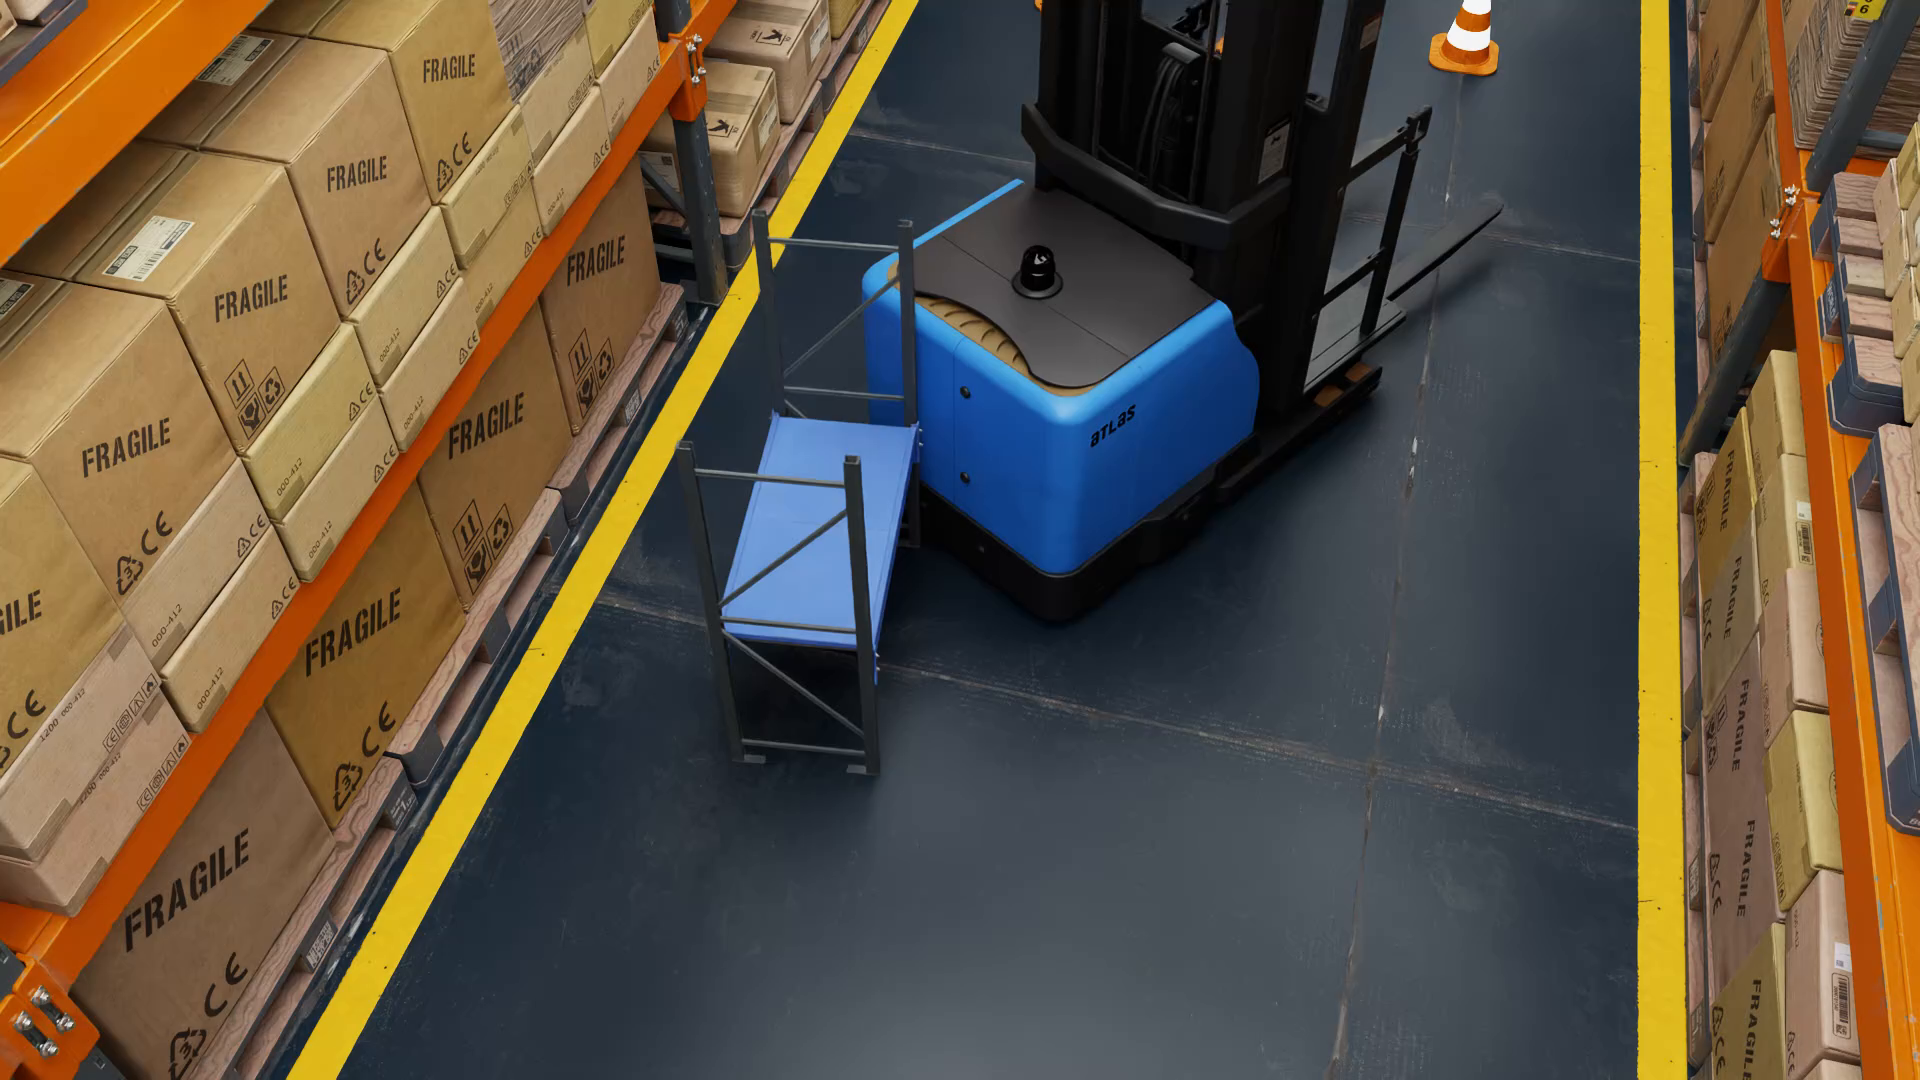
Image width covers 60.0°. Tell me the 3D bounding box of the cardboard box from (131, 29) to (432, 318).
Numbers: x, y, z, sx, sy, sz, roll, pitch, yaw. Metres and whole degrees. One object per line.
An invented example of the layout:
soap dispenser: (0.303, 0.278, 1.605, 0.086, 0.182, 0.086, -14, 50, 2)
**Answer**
cardboard box: (-1.786, -0.970, 4.372, 0.500, 0.500, 0.500, 11, 49, 9)

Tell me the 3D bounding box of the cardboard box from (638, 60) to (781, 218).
cardboard box: (-1.339, -1.803, 7.313, 0.950, 0.372, 0.625, 9, 49, 7)

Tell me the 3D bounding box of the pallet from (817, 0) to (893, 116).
pallet: (-0.967, -2.649, 8.447, 1.003, 0.211, 1.213, 12, 50, 10)

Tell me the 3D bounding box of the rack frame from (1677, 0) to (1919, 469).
rack frame: (3.305, -1.223, 5.329, 1.000, 3.000, 0.127, 12, 50, 10)

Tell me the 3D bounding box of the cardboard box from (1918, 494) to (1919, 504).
cardboard box: (2.645, -0.036, 4.168, 0.380, 0.149, 0.250, 12, 50, 11)

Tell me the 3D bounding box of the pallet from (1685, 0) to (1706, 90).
pallet: (4.227, -2.621, 8.422, 1.003, 0.211, 1.213, 12, 50, 10)

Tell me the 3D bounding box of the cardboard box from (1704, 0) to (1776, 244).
cardboard box: (3.779, -1.674, 6.947, 1.050, 0.750, 0.750, 12, 50, 11)

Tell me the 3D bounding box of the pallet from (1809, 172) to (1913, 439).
pallet: (3.220, -0.623, 4.927, 1.213, 0.211, 1.003, 12, 50, 10)

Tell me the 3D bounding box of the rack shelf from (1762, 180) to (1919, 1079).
rack shelf: (2.778, 0.461, 4.322, 1.077, 0.370, 4.000, 12, 50, 10)

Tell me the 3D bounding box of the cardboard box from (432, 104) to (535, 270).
cardboard box: (-1.626, -1.096, 4.984, 0.500, 0.250, 0.500, 10, 49, 9)

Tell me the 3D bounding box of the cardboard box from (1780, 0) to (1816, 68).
cardboard box: (3.297, -1.996, 5.944, 0.500, 0.500, 0.500, 12, 50, 10)

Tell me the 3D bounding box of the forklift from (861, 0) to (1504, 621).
forklift: (1.056, -1.676, 5.774, 3.031, 2.935, 1.130, -36, 58, -28)

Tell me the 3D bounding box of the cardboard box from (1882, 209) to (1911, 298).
cardboard box: (2.921, -0.801, 4.844, 0.380, 0.149, 0.250, 14, 50, 12)

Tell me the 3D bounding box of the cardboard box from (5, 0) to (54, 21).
cardboard box: (-1.880, -1.134, 3.125, 0.380, 0.166, 0.250, 9, 49, 7)

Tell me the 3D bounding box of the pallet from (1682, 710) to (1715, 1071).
pallet: (2.774, 1.144, 5.099, 1.003, 0.211, 1.213, 12, 50, 10)

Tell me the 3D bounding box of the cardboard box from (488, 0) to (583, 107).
cardboard box: (-1.508, -1.693, 5.010, 0.500, 0.500, 0.500, 12, 50, 11)

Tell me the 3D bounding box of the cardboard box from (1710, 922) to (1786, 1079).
cardboard box: (2.339, 1.402, 4.399, 0.500, 0.500, 0.500, 11, 49, 9)

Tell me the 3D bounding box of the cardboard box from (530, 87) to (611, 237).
cardboard box: (-1.499, -1.288, 5.486, 0.500, 0.250, 0.500, 12, 50, 11)

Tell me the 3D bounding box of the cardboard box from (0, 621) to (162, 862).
cardboard box: (-2.162, 0.388, 3.674, 0.500, 0.250, 0.500, 10, 49, 9)

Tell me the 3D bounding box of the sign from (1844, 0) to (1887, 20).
sign: (2.768, -1.714, 4.989, 0.100, 0.325, 0.005, 12, 50, 10)

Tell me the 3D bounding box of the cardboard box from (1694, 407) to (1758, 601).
cardboard box: (2.872, -0.074, 5.702, 0.500, 0.500, 0.500, 10, 49, 8)

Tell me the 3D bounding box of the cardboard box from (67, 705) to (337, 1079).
cardboard box: (-2.464, 0.866, 4.622, 0.875, 0.875, 0.875, 13, 50, 11)

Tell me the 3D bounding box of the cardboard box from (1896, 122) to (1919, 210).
cardboard box: (2.984, -1.068, 4.881, 0.380, 0.149, 0.250, 14, 50, 12)

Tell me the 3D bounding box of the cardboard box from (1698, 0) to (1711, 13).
cardboard box: (4.281, -3.044, 8.157, 1.050, 0.750, 0.750, 11, 50, 10)

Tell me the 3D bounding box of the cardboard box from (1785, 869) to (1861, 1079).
cardboard box: (2.352, 1.152, 4.119, 0.500, 0.250, 0.500, 14, 50, 12)

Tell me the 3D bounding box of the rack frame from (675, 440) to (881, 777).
rack frame: (-0.516, 0.260, 5.020, 0.500, 1.500, 0.032, 5, 49, 5)

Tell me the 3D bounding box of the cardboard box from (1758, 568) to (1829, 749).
cardboard box: (2.614, 0.390, 4.792, 0.500, 0.250, 0.500, 12, 50, 10)

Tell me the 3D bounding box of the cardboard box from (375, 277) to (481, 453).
cardboard box: (-1.754, -0.552, 4.837, 0.500, 0.250, 0.500, 11, 49, 9)

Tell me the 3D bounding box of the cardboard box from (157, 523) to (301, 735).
cardboard box: (-2.045, 0.175, 4.195, 0.500, 0.250, 0.500, 10, 49, 9)

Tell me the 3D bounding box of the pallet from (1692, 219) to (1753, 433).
pallet: (3.585, -0.856, 6.865, 1.003, 0.211, 1.213, 12, 50, 10)

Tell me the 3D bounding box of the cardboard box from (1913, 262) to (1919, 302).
cardboard box: (2.847, -0.677, 4.536, 0.380, 0.149, 0.250, 10, 49, 9)

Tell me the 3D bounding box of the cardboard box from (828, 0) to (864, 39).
cardboard box: (-0.948, -2.886, 8.269, 0.950, 0.372, 0.625, 13, 50, 11)

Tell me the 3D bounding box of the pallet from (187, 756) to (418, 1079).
pallet: (-2.420, 1.116, 5.124, 1.003, 0.211, 1.213, 12, 50, 10)

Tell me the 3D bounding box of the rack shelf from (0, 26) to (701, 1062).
rack shelf: (-2.024, -0.442, 5.120, 1.077, 0.370, 4.000, 12, 50, 10)

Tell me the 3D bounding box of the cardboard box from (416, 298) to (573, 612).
cardboard box: (-1.998, -0.435, 5.771, 0.875, 0.875, 0.875, 12, 50, 10)

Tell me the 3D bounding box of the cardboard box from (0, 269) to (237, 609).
cardboard box: (-2.050, -0.233, 3.721, 0.500, 0.500, 0.500, 11, 50, 10)

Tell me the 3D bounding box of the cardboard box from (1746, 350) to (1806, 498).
cardboard box: (2.890, -0.332, 5.430, 0.500, 0.250, 0.500, 10, 49, 8)

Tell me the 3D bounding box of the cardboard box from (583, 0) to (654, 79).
cardboard box: (-1.380, -1.842, 5.642, 0.500, 0.250, 0.500, 11, 50, 10)

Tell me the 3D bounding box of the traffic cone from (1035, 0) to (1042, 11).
traffic cone: (0.580, -3.008, 8.596, 0.336, 0.463, 0.334, 12, 50, 10)

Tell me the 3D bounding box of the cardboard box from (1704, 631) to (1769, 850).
cardboard box: (2.613, 0.663, 5.052, 0.500, 0.500, 0.500, 10, 49, 9)

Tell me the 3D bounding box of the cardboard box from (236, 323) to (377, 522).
cardboard box: (-1.894, -0.355, 4.329, 0.500, 0.250, 0.500, 12, 50, 11)

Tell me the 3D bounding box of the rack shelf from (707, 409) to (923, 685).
rack shelf: (-0.456, 0.001, 5.489, 0.538, 0.185, 1.000, 5, 49, 5)

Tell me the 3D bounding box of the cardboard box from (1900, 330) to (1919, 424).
cardboard box: (2.781, -0.410, 4.499, 0.380, 0.149, 0.250, 14, 50, 12)

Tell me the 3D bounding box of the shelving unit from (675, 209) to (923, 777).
shelving unit: (-0.456, -0.118, 5.354, 0.538, 1.500, 1.048, 5, 49, 5)

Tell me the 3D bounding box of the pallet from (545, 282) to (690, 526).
pallet: (-1.778, -0.649, 6.682, 1.003, 0.211, 1.213, 12, 50, 10)
